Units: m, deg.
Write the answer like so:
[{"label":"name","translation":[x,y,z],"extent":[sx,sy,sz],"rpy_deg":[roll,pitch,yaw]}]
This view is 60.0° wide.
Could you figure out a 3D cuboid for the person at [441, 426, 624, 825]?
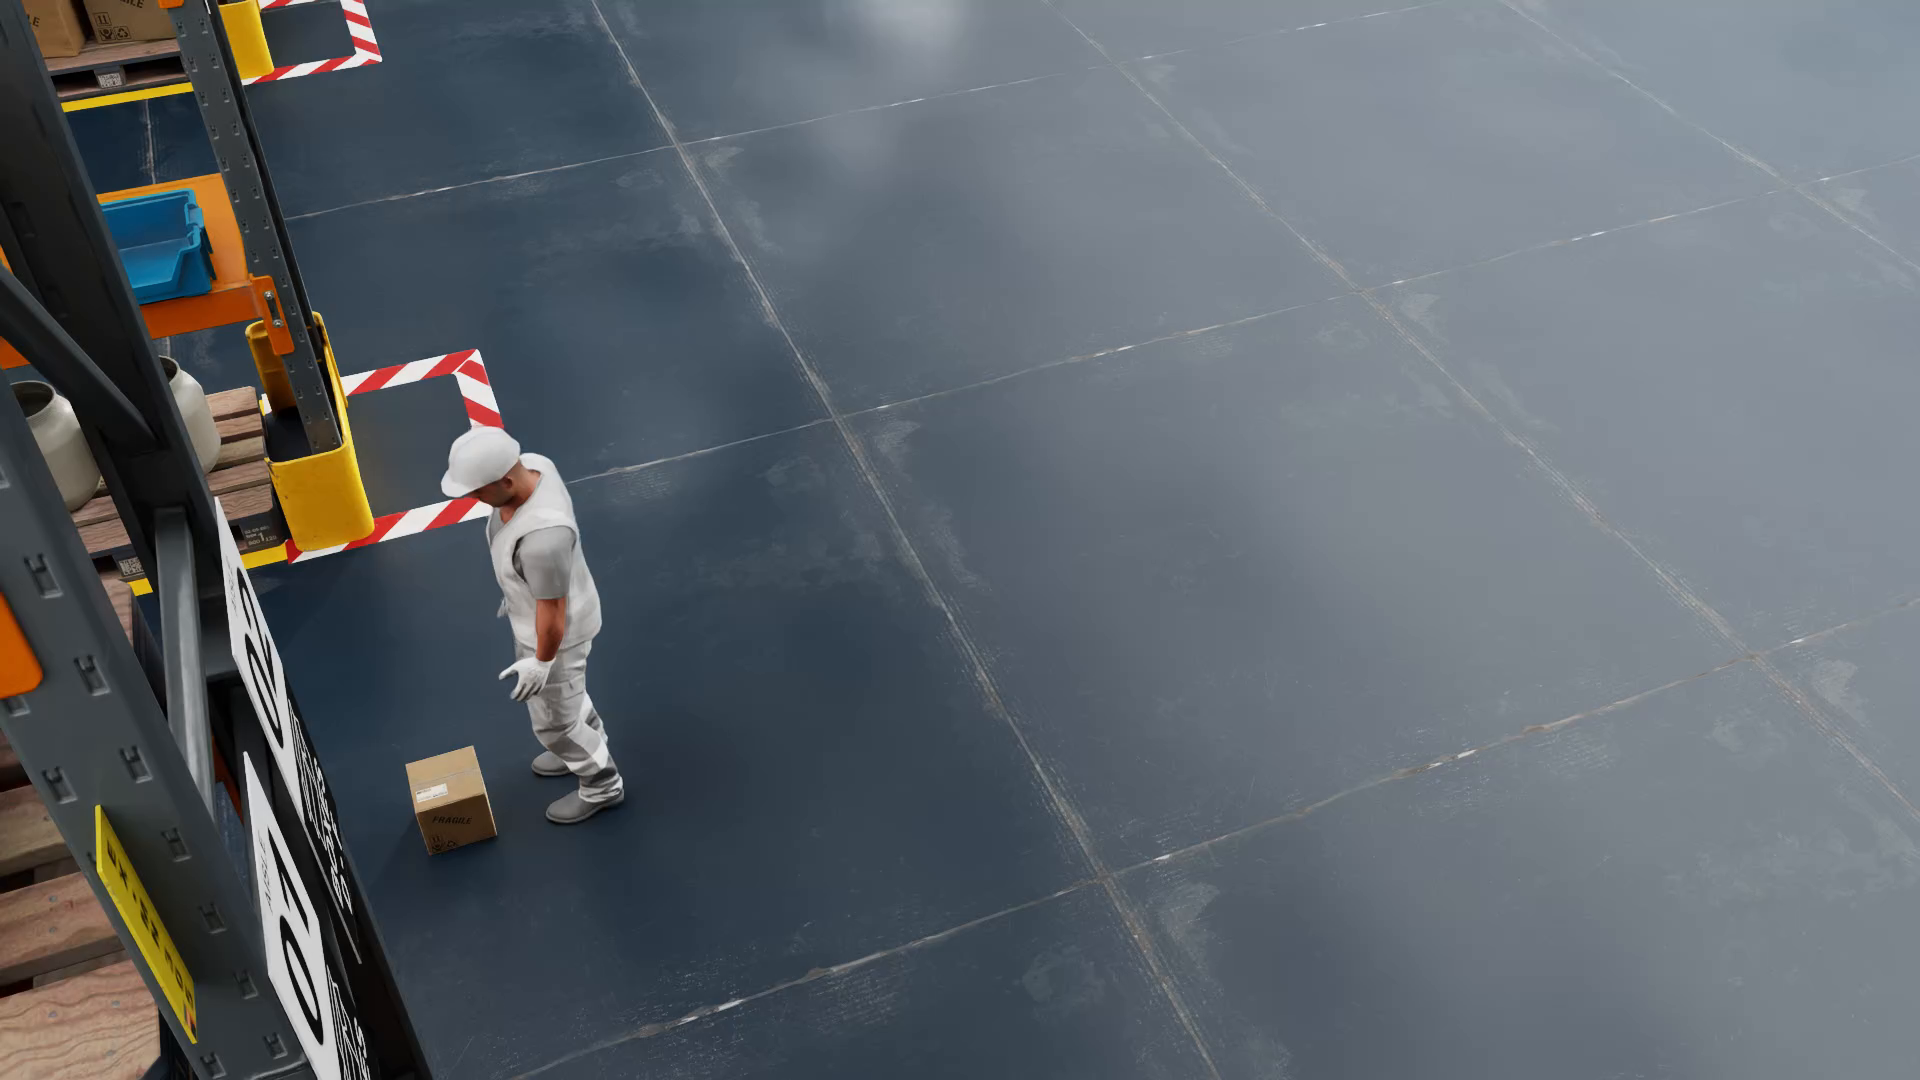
[{"label":"person","translation":[-1.462,0.303,5.821],"extent":[0.413,1.757,0.536],"rpy_deg":[-14,43,-16]}]
